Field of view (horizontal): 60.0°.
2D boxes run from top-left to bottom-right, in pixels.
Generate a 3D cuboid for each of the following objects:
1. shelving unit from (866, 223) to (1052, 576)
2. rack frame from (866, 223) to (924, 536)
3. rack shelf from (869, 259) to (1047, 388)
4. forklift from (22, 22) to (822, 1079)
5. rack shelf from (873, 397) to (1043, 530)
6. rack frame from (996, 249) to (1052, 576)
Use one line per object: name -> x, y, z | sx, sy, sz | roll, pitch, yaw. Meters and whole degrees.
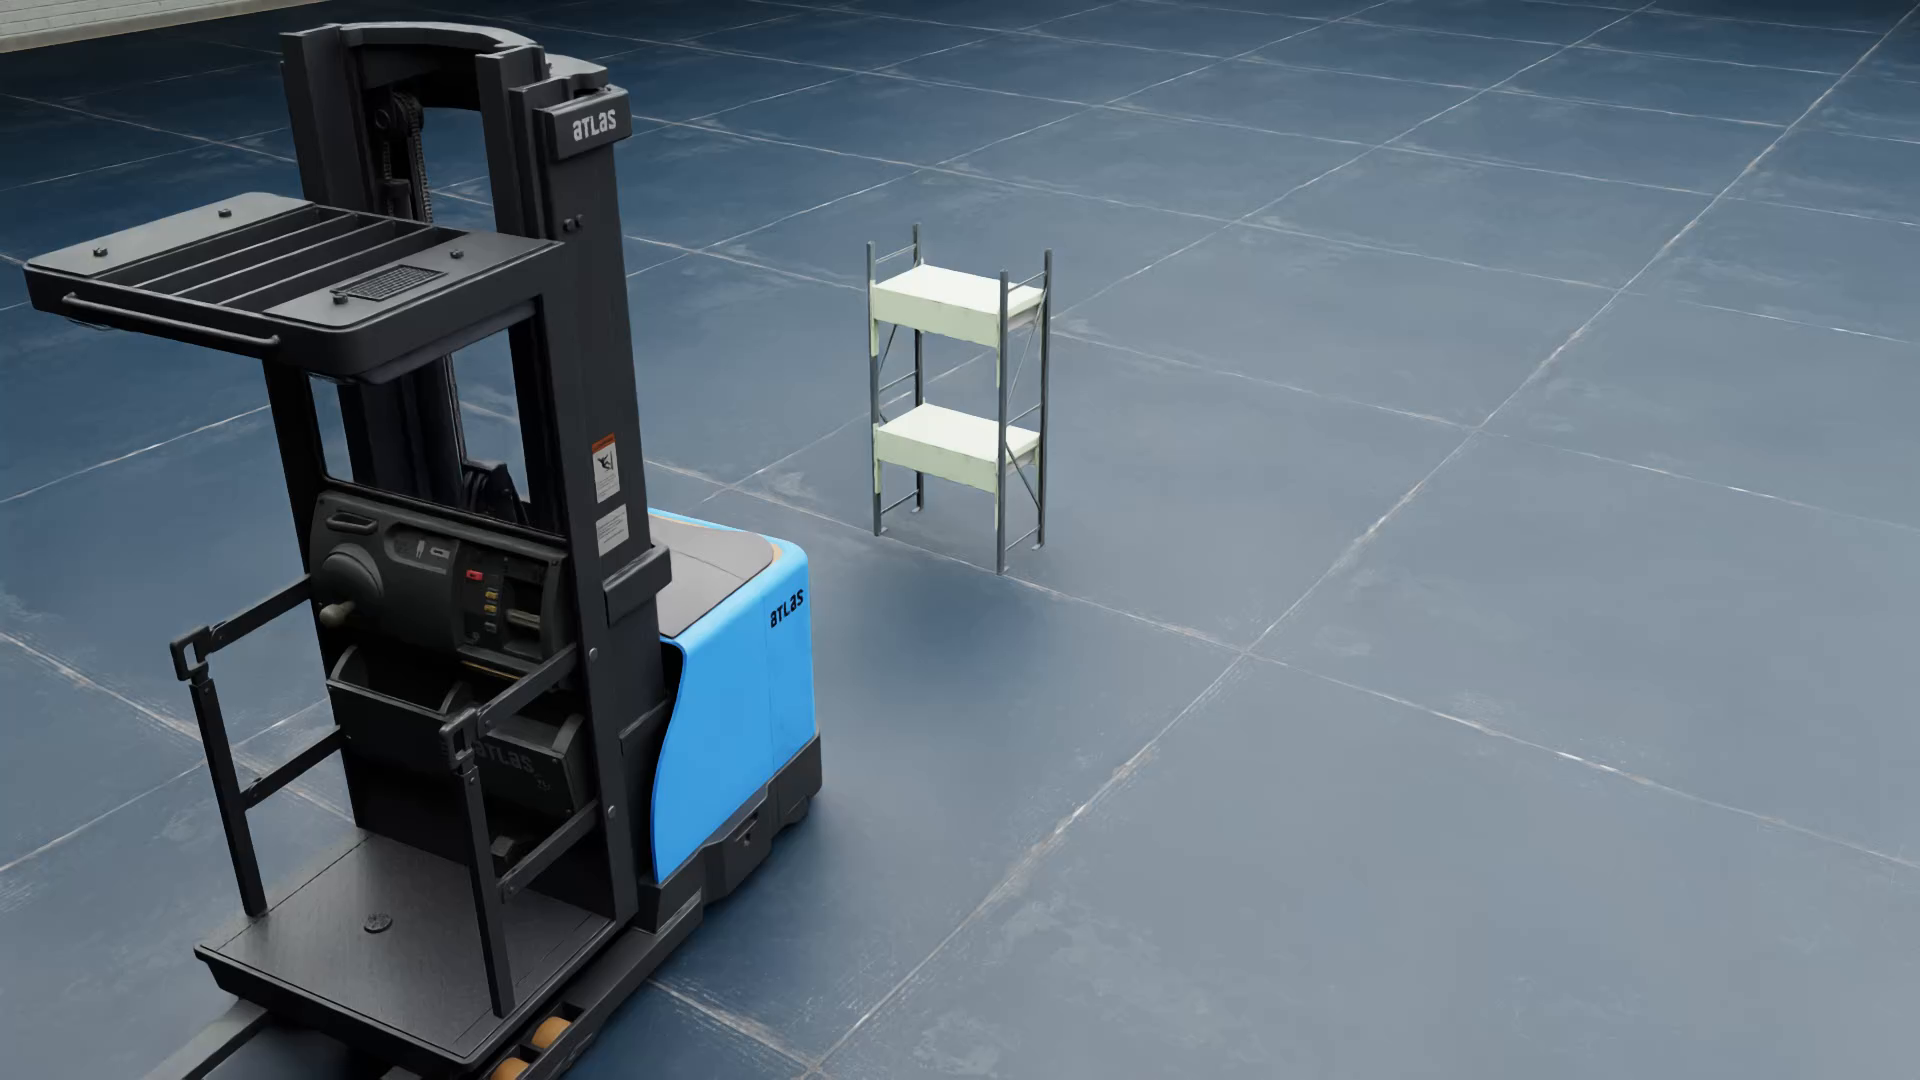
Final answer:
shelving unit -> -0.006, -0.670, 7.913 | 0.755, 1.500, 0.431 | 17, 32, 30
rack frame -> -0.307, -0.764, 8.098 | 0.023, 1.500, 0.400 | 17, 32, 30
rack shelf -> -0.006, -1.018, 7.736 | 0.720, 0.370, 0.431 | 17, 32, 30
forklift -> -1.634, 0.164, 4.696 | 1.130, 2.935, 3.031 | 13, 30, 24
rack shelf -> -0.006, -0.380, 8.061 | 0.720, 0.370, 0.431 | 17, 32, 30
rack frame -> 0.296, -0.576, 7.729 | 0.023, 1.500, 0.400 | 17, 32, 30
